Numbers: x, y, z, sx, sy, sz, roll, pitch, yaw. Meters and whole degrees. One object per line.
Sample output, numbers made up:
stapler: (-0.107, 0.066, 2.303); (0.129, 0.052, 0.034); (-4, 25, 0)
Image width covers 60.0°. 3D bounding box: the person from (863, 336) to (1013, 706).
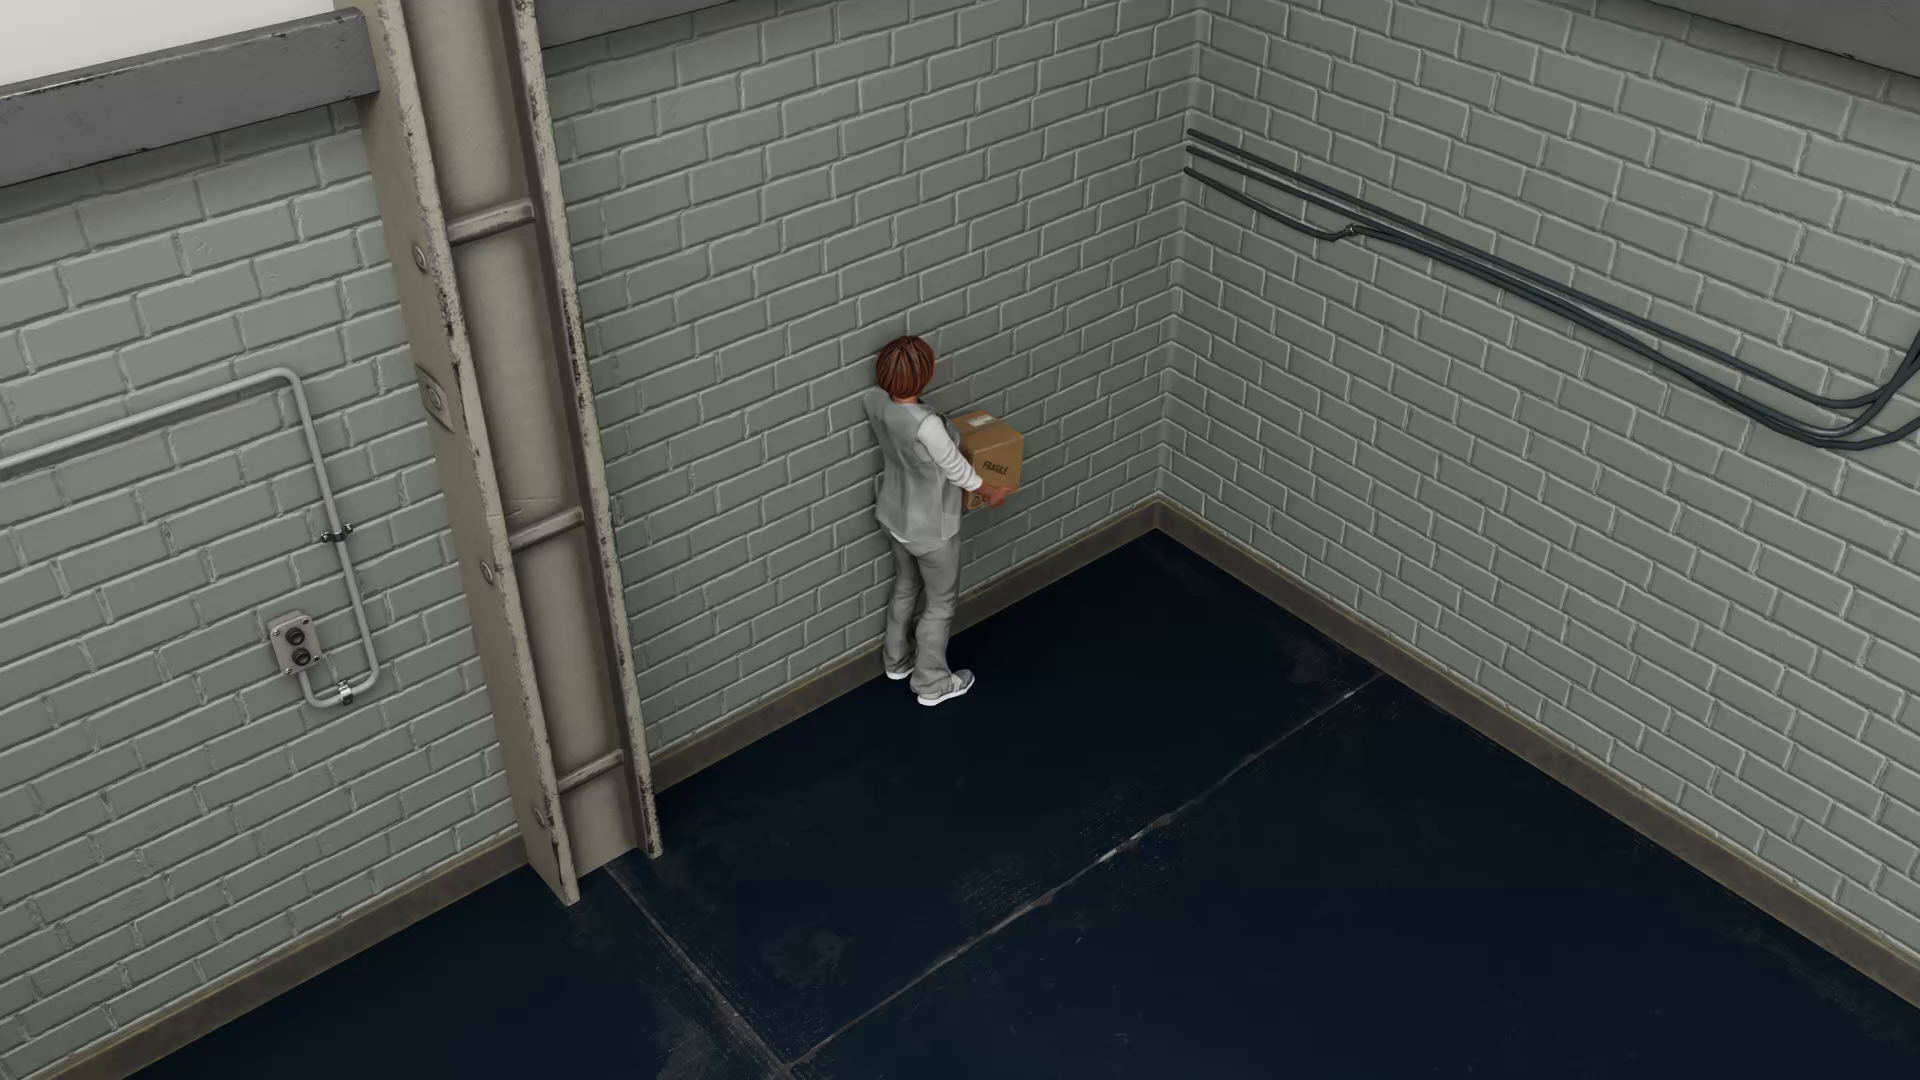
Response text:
person: (-0.079, -0.100, 6.301); (0.494, 1.589, 0.404); (-26, 43, -30)
